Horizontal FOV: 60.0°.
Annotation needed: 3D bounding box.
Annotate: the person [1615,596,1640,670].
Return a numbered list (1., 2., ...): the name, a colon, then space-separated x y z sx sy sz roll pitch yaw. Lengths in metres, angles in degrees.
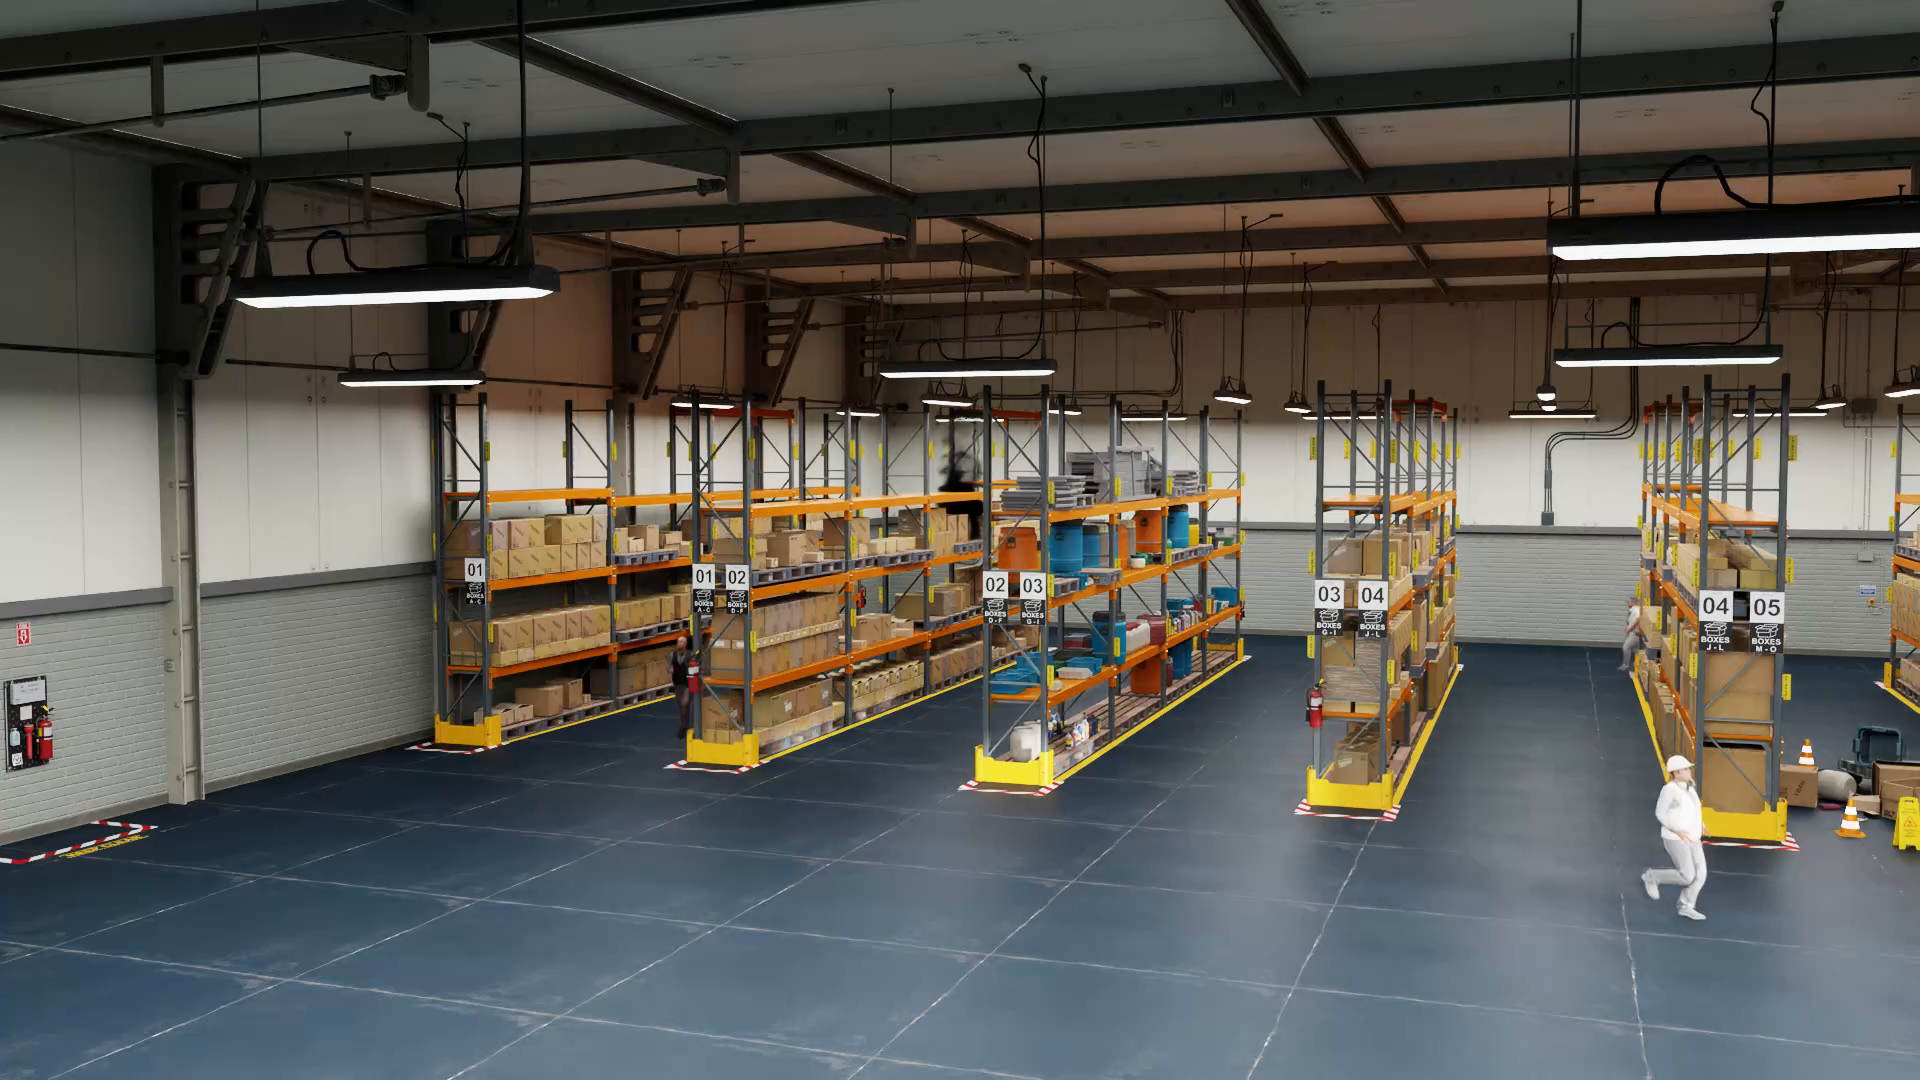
1. person: 15.392 2.133 38.118 0.680 1.729 0.957 1 3 21

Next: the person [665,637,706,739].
1. person: -4.858 2.579 29.416 0.665 1.744 0.954 1 3 13

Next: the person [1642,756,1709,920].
1. person: 7.736 3.187 17.934 0.670 1.735 0.660 -2 4 -38
